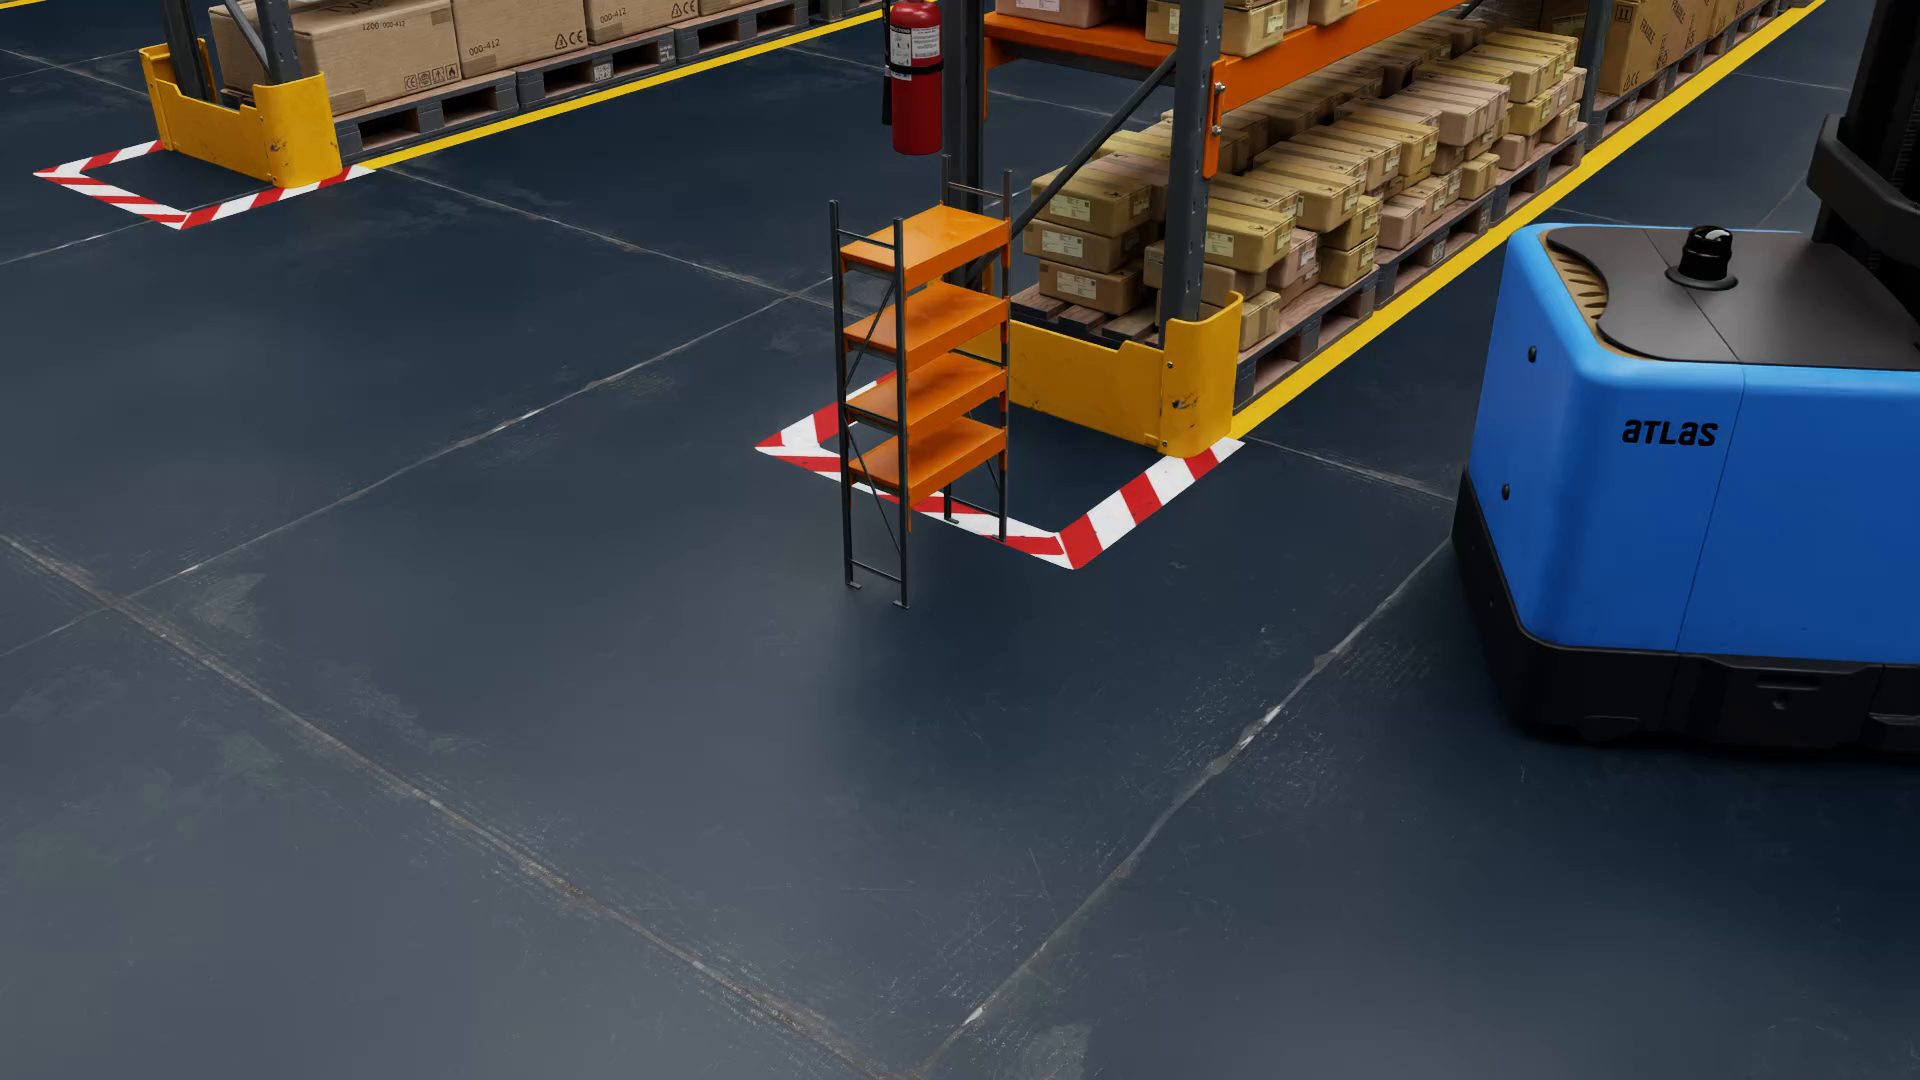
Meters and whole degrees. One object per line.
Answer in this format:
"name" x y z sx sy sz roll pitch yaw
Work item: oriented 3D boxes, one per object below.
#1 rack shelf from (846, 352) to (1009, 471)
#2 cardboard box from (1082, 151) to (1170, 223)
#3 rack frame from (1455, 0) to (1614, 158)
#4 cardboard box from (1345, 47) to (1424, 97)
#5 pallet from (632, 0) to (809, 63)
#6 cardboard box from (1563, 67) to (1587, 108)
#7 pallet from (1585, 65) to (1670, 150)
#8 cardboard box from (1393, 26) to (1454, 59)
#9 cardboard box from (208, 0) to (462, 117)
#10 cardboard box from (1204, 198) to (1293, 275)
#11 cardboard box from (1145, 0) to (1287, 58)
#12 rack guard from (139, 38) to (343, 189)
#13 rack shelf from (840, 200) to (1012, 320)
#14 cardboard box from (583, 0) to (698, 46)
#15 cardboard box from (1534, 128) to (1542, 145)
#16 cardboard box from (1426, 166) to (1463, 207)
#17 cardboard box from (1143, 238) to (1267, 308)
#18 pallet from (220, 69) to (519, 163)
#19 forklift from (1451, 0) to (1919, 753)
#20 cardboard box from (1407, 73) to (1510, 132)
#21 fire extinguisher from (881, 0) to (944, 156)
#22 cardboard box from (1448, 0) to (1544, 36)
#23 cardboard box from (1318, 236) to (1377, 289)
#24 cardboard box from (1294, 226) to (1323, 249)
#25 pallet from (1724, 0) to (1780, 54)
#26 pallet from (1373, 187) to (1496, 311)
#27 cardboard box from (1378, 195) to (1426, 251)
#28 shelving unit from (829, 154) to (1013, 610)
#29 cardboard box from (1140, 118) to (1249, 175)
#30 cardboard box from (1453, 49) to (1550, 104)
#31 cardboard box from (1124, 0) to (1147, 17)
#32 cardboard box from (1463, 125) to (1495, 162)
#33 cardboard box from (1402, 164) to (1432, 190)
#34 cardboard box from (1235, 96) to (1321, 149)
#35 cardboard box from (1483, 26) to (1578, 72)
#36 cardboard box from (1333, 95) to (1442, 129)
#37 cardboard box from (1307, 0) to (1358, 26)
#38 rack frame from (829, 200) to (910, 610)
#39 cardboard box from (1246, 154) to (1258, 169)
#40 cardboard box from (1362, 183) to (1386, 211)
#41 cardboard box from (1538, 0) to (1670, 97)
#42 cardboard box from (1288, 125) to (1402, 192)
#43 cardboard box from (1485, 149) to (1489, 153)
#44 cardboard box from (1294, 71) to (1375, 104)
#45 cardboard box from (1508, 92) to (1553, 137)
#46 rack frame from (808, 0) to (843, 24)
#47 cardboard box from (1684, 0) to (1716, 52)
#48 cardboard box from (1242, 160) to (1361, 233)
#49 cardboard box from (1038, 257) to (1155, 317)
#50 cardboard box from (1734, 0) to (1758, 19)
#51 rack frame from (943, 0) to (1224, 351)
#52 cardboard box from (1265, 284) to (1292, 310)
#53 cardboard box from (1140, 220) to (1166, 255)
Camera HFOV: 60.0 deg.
"rack shelf" -0.100 -0.391 4.865 0.258 0.148 0.480 21 37 31
"cardboard box" 0.690 -1.364 6.410 0.380 0.149 0.250 22 37 32
"rack frame" 2.790 -3.402 8.048 1.000 3.000 0.127 21 37 31
"cardboard box" 1.950 -2.211 7.839 0.380 0.149 0.250 20 36 30
"pallet" -1.739 -3.399 10.779 1.003 0.211 1.213 21 37 31
"cardboard box" 2.853 -2.258 8.211 0.380 0.149 0.250 22 37 32
"pallet" 3.259 -2.519 9.294 1.003 0.211 1.213 21 37 31
"cardboard box" 2.203 -2.442 8.229 0.380 0.149 0.250 23 38 34
"cardboard box" -3.314 -2.636 8.856 0.875 0.438 0.875 20 36 30
"cardboard box" 0.962 -1.094 5.955 0.380 0.149 0.250 19 36 29
"cardboard box" 0.832 -1.699 5.420 0.380 0.149 0.250 21 36 31
"rack guard" -3.647 -2.173 8.427 1.175 0.500 0.348 21 37 31
"rack shelf" -0.100 -0.787 4.630 0.258 0.148 0.480 21 37 31
"cardboard box" -2.222 -3.376 10.106 0.875 0.438 0.875 20 36 30
"cardboard box" 2.601 -2.012 8.087 0.380 0.149 0.250 22 37 33
"cardboard box" 1.989 -1.586 7.368 0.380 0.149 0.250 22 37 32
"cardboard box" 0.896 -0.992 6.074 0.380 0.149 0.250 23 38 33
"pallet" -3.212 -2.408 9.106 1.003 0.211 1.213 21 37 31
"forklift" 2.980 -0.915 3.920 3.031 2.935 1.130 3 31 5
"cardboard box" 2.207 -1.948 7.395 0.380 0.149 0.250 19 36 29
"fire extinguisher" -0.145 -1.622 5.486 0.296 0.674 0.183 21 37 31
"cardboard box" 3.036 -2.885 9.217 0.500 0.500 0.500 20 36 30
"cardboard box" 1.426 -1.149 6.632 0.380 0.149 0.250 22 37 32
"cardboard box" 1.184 -1.213 6.447 0.380 0.149 0.250 22 37 32
"pallet" 4.731 -3.511 10.967 1.003 0.211 1.213 21 37 31
"pallet" 1.677 -1.420 7.439 1.003 0.211 1.213 21 37 31
"cardboard box" 1.723 -1.357 6.982 0.380 0.149 0.250 19 36 29
"shelving unit" -0.100 -0.449 4.830 0.258 1.200 0.503 21 37 31
"cardboard box" 0.952 -1.594 6.798 0.380 0.149 0.250 20 36 29
"cardboard box" 2.515 -2.168 7.767 0.380 0.149 0.250 21 36 31
"cardboard box" 0.527 -1.977 5.890 0.380 0.149 0.250 21 37 31
"cardboard box" 2.184 -1.849 7.520 0.380 0.149 0.250 22 37 32
"cardboard box" 1.811 -1.650 7.185 0.380 0.149 0.250 23 38 33
"cardboard box" 1.317 -1.793 7.134 0.380 0.149 0.250 20 36 30
"cardboard box" 2.783 -2.387 8.137 0.380 0.149 0.250 22 37 33
"cardboard box" 1.816 -1.767 7.090 0.380 0.149 0.250 21 37 31
"cardboard box" 1.158 -1.908 5.773 0.380 0.149 0.250 20 36 30
"rack frame" -0.247 -0.350 4.663 0.240 1.200 0.015 21 37 31
"cardboard box" 1.081 -1.587 7.078 0.380 0.149 0.250 22 37 32
"cardboard box" 1.509 -1.421 6.798 0.380 0.149 0.250 19 36 29
"cardboard box" 3.447 -2.726 8.947 0.500 0.500 0.500 23 37 33
"cardboard box" 1.546 -1.543 6.712 0.380 0.149 0.250 23 37 33
"cardboard box" 2.237 -1.815 7.755 0.380 0.149 0.250 20 36 30
"cardboard box" 1.633 -1.996 7.478 0.380 0.149 0.250 19 36 29
"cardboard box" 2.552 -2.030 7.826 0.380 0.149 0.250 20 36 30
"rack frame" -1.218 -4.884 10.549 1.000 3.000 0.127 21 37 31
"cardboard box" 4.071 -3.158 9.677 0.500 0.500 0.500 22 37 32
"cardboard box" 1.287 -1.307 6.313 0.380 0.149 0.250 21 37 31
"cardboard box" 0.527 -1.008 6.394 0.380 0.149 0.250 22 37 32
"cardboard box" 4.699 -3.575 10.380 0.500 0.500 0.500 23 38 33
"rack frame" 0.375 -1.776 5.304 1.000 3.000 0.127 21 37 31
"cardboard box" 1.039 -0.976 6.339 0.380 0.149 0.250 21 37 31
"cardboard box" 0.667 -1.250 6.510 0.380 0.149 0.250 20 36 30
